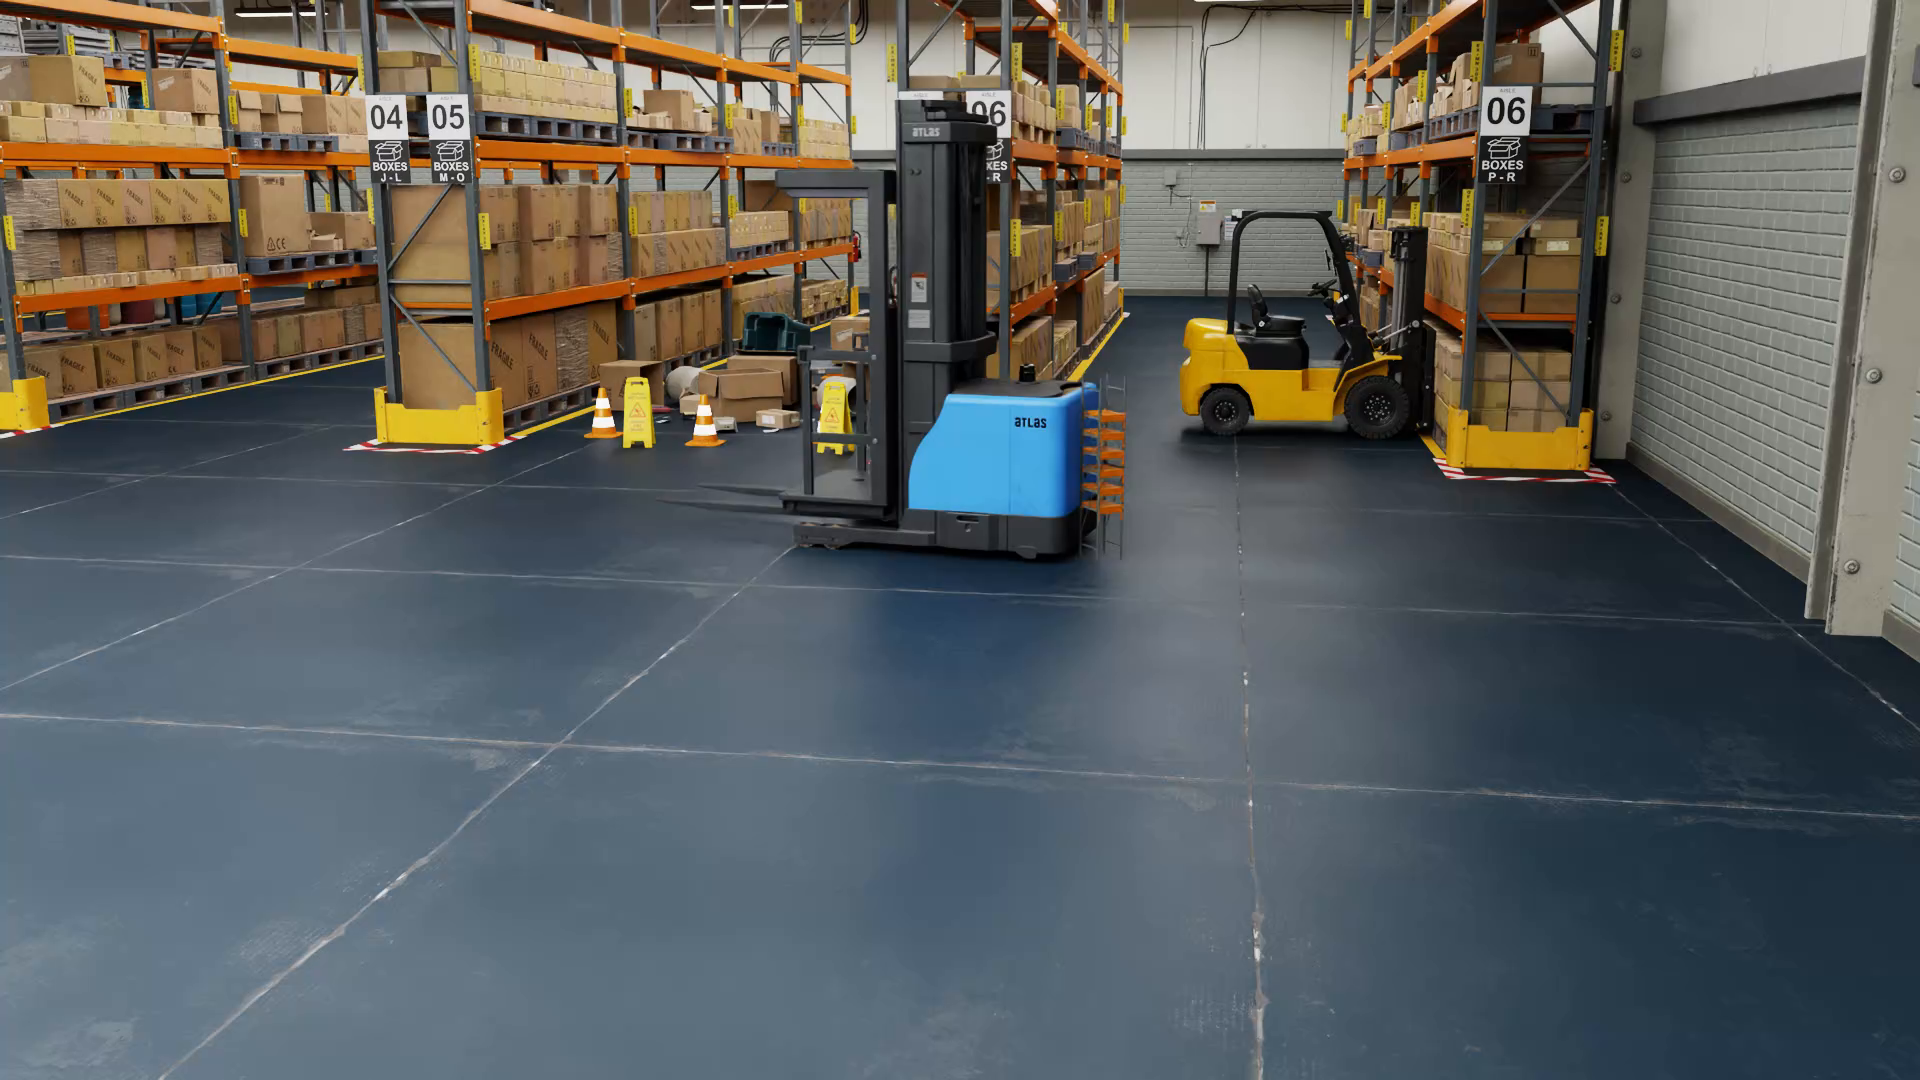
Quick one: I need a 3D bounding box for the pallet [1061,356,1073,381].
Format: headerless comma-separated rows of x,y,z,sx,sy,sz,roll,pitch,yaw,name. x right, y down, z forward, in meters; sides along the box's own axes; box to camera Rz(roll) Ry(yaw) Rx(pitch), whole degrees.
0.871,-2.166,21.044,1.003,0.211,1.213,2,12,9,pallet

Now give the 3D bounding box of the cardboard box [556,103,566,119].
-4.313,-4.446,17.244,0.380,0.149,0.250,2,12,8,cardboard box

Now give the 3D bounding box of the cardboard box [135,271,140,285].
-9.326,-2.895,18.404,0.380,0.149,0.250,2,12,9,cardboard box

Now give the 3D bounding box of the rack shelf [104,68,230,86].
-13.196,-7.229,26.332,1.077,0.370,4.000,2,12,9,rack shelf

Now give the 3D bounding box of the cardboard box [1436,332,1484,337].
4.846,-1.893,16.313,0.500,0.250,0.500,2,12,8,cardboard box

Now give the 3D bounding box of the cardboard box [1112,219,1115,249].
2.373,-5.231,28.409,0.500,0.500,0.500,2,12,10,cardboard box

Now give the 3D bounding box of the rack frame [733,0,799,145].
-3.109,-7.850,26.558,1.000,3.000,0.127,2,12,9,rack frame

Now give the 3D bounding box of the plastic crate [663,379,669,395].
-3.071,-1.827,19.388,0.450,0.188,0.662,-3,8,40,plastic crate

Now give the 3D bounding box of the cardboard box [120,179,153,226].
-9.256,-3.702,18.234,0.500,0.500,0.500,2,12,9,cardboard box

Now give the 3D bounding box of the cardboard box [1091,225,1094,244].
1.674,-4.425,24.074,0.500,0.250,0.500,2,12,8,cardboard box

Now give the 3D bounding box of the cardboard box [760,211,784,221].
-3.018,-5.145,26.433,0.380,0.149,0.250,2,12,7,cardboard box

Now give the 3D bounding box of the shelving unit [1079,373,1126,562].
0.928,-0.474,10.843,0.189,1.200,0.258,-6,13,-26,shelving unit

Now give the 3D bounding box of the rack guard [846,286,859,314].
-2.505,-4.512,31.244,1.175,0.500,0.348,2,12,9,rack guard

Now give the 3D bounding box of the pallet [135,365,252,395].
-9.293,-1.930,19.946,1.003,0.211,1.213,2,12,9,pallet

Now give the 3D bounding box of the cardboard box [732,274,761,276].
-3.483,-4.122,26.656,0.500,0.250,0.500,1,12,6,cardboard box

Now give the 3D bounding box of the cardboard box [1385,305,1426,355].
5.979,-2.700,21.543,0.875,0.625,0.625,2,12,10,cardboard box

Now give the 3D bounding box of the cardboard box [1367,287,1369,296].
6.419,-3.792,25.366,0.380,0.149,0.250,2,12,7,cardboard box

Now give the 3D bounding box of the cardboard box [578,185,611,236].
-4.399,-3.659,18.433,0.875,0.550,0.550,2,12,9,cardboard box

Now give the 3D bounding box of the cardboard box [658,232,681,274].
-3.836,-3.611,20.890,0.500,0.500,0.500,2,12,8,cardboard box

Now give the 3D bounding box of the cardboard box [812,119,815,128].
-2.663,-7.019,28.046,0.380,0.149,0.250,1,12,7,cardboard box

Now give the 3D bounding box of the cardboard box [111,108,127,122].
-9.315,-4.617,18.086,0.380,0.149,0.250,1,12,7,cardboard box

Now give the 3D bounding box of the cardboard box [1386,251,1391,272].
5.696,-3.523,21.076,0.500,0.250,0.500,2,12,7,cardboard box

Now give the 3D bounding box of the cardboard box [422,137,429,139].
-8.316,-6.414,25.775,0.797,0.503,0.637,2,12,8,cardboard box

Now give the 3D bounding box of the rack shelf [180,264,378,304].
-8.917,-3.498,22.314,1.077,0.370,4.000,2,12,9,rack shelf

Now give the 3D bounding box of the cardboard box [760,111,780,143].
-3.276,-6.562,26.470,0.700,0.500,0.500,2,12,9,cardboard box

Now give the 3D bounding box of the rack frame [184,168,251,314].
-12.888,-5.259,28.778,1.000,3.000,0.127,2,12,9,rack frame

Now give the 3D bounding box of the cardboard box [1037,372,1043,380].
0.588,-1.625,17.444,0.500,0.250,0.500,2,12,10,cardboard box

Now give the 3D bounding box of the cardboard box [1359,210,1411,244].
6.328,-4.671,24.812,0.700,0.500,0.500,2,12,9,cardboard box

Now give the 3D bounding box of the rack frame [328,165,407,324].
-8.609,-4.266,24.170,1.000,3.000,0.127,2,12,9,rack frame

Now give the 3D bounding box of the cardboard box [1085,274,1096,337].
1.512,-3.438,24.375,0.875,0.875,0.875,2,12,9,cardboard box

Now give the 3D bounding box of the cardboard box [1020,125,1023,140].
0.402,-3.901,15.952,0.380,0.149,0.250,1,12,7,cardboard box

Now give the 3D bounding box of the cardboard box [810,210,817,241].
-2.714,-5.310,28.068,0.500,0.500,0.500,2,12,9,cardboard box

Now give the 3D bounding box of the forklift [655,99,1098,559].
-0.614,-1.469,11.355,3.031,2.935,1.130,4,13,17,forklift

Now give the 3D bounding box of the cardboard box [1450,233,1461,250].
4.788,-2.782,15.503,0.380,0.149,0.250,1,12,7,cardboard box

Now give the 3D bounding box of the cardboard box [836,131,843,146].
-2.390,-7.177,29.724,0.500,0.250,0.500,2,12,7,cardboard box

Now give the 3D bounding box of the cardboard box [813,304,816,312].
-2.711,-4.015,28.772,0.380,0.149,0.250,1,12,6,cardboard box

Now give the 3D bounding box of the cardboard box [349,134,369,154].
-8.503,-5.449,22.892,0.500,0.250,0.500,2,12,8,cardboard box

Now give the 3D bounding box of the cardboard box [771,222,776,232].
-3.093,-4.892,25.968,0.380,0.149,0.250,1,12,7,cardboard box

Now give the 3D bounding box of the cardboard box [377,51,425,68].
-5.238,-4.488,15.547,0.380,0.149,0.250,2,12,9,cardboard box

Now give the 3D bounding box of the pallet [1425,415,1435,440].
5.124,-1.171,16.424,1.003,0.211,1.213,2,12,9,pallet

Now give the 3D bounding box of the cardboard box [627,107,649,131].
-4.209,-5.407,21.319,0.500,0.311,0.500,2,12,8,cardboard box

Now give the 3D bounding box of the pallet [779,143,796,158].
-3.309,-6.167,26.314,1.213,0.211,1.003,2,12,9,pallet

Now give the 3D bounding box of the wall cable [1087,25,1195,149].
3.752,-9.712,35.196,2.355,3.000,0.029,2,12,9,wall cable

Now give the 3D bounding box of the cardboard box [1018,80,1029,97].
0.443,-4.233,15.601,0.380,0.149,0.250,2,12,8,cardboard box

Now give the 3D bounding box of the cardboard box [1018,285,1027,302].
0.439,-2.378,16.004,0.380,0.149,0.250,2,12,10,cardboard box

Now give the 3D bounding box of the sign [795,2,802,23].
-2.559,-8.367,26.365,0.100,0.325,0.005,2,12,9,sign

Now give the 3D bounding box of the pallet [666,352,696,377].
-4.110,-2.307,21.695,1.003,0.211,1.213,2,12,9,pallet

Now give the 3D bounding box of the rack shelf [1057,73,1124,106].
2.106,-7.580,27.961,1.077,0.370,4.000,2,12,9,rack shelf

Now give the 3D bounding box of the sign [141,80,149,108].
-9.773,-5.363,19.974,0.100,0.325,0.005,2,12,9,sign

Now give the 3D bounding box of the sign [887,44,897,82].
-0.593,-4.201,14.646,0.100,0.325,0.005,2,12,9,sign

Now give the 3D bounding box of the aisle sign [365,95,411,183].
-5.262,-3.685,15.302,0.394,0.787,0.004,2,12,9,aisle sign

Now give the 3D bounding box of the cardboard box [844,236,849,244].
-2.264,-5.550,30.723,0.380,0.149,0.250,2,12,9,cardboard box

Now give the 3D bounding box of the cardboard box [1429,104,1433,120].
5.104,-4.467,17.341,0.380,0.149,0.250,2,12,10,cardboard box
